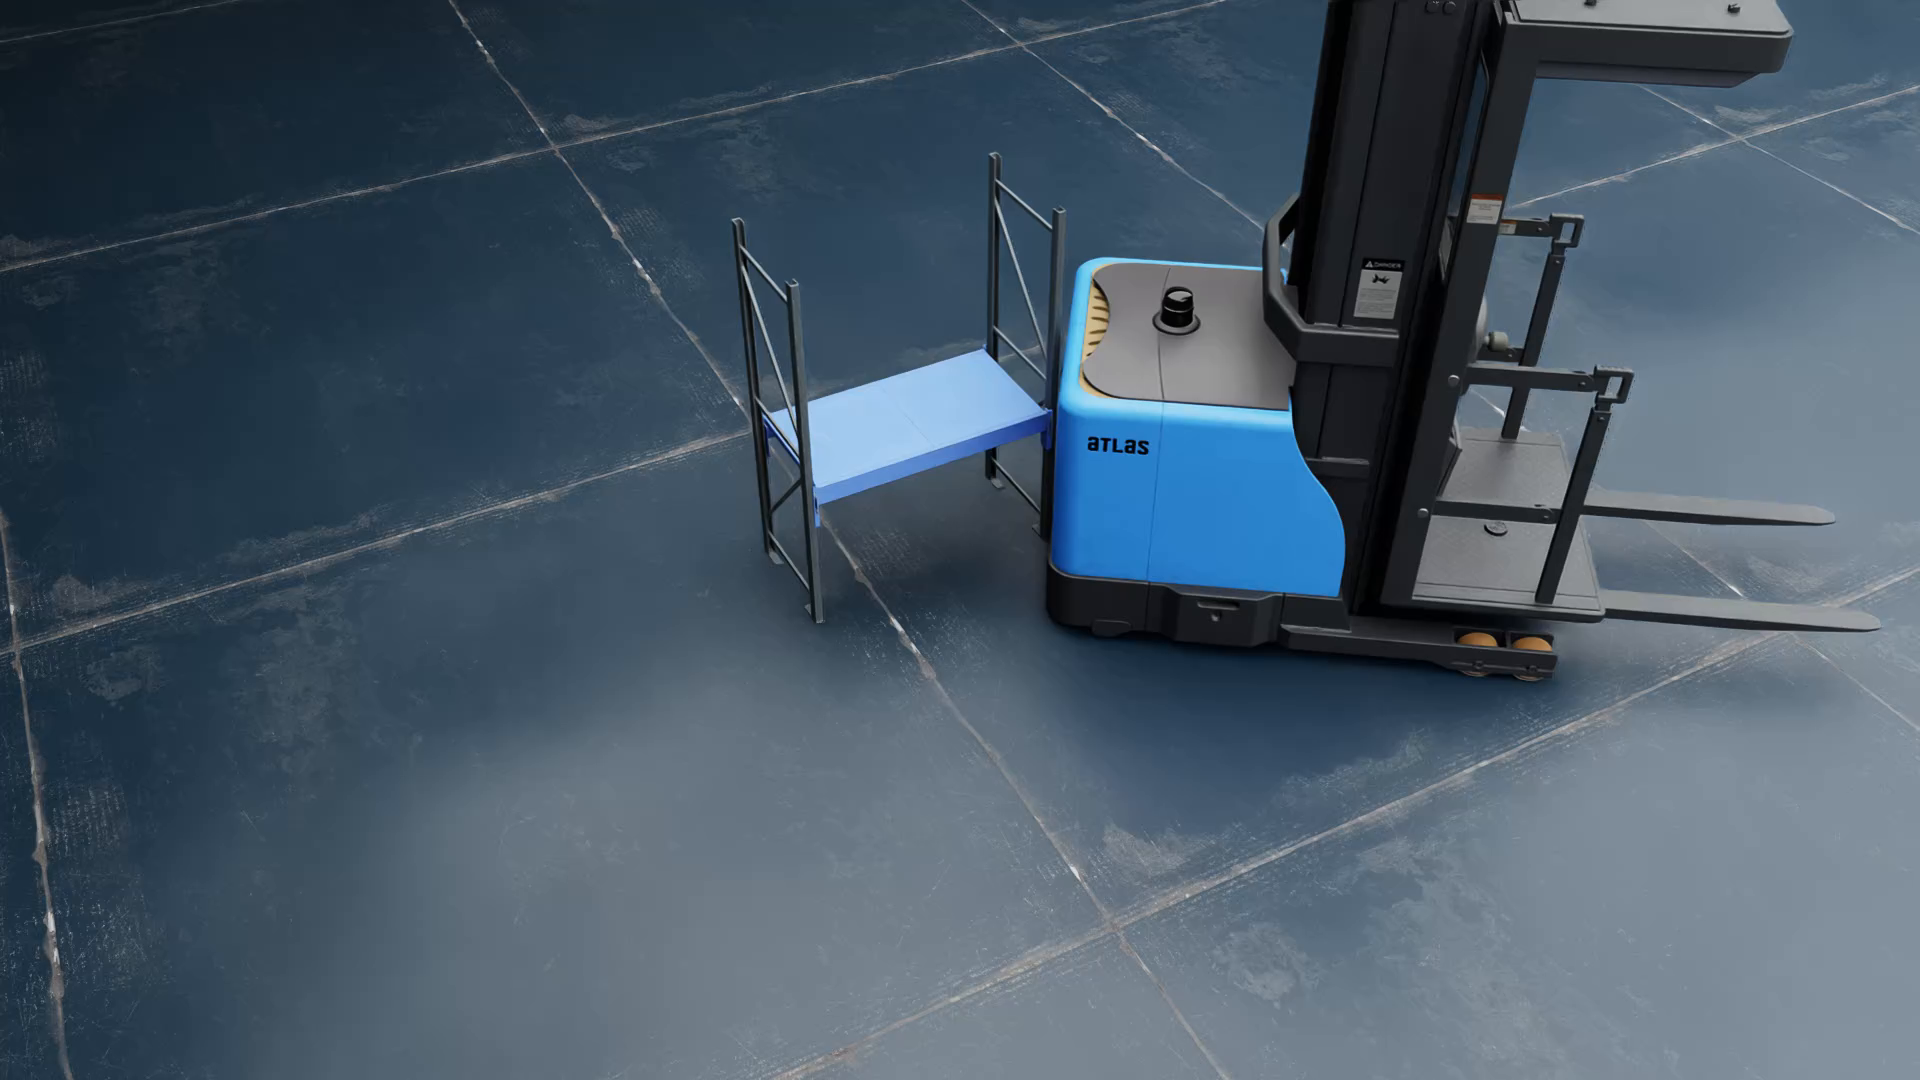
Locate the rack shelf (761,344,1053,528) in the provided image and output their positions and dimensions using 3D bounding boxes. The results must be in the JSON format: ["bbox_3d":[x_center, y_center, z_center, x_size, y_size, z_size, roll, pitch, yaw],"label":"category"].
[{"bbox_3d":[-0.209,-0.415,6.358,1.000,0.185,0.538,-19,44,-21],"label":"rack shelf"}]

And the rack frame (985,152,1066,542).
[{"bbox_3d":[0.238,-0.709,6.426,0.032,1.500,0.500,-19,44,-21],"label":"rack frame"}]

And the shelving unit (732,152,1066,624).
[{"bbox_3d":[-0.209,-0.552,6.241,1.048,1.500,0.538,-19,44,-21],"label":"shelving unit"}]

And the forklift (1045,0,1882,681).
[{"bbox_3d":[1.882,-0.965,5.622,3.031,2.935,1.130,5,40,5],"label":"forklift"}]

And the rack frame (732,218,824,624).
[{"bbox_3d":[-0.656,-0.396,6.056,0.032,1.500,0.500,-19,44,-21],"label":"rack frame"}]
